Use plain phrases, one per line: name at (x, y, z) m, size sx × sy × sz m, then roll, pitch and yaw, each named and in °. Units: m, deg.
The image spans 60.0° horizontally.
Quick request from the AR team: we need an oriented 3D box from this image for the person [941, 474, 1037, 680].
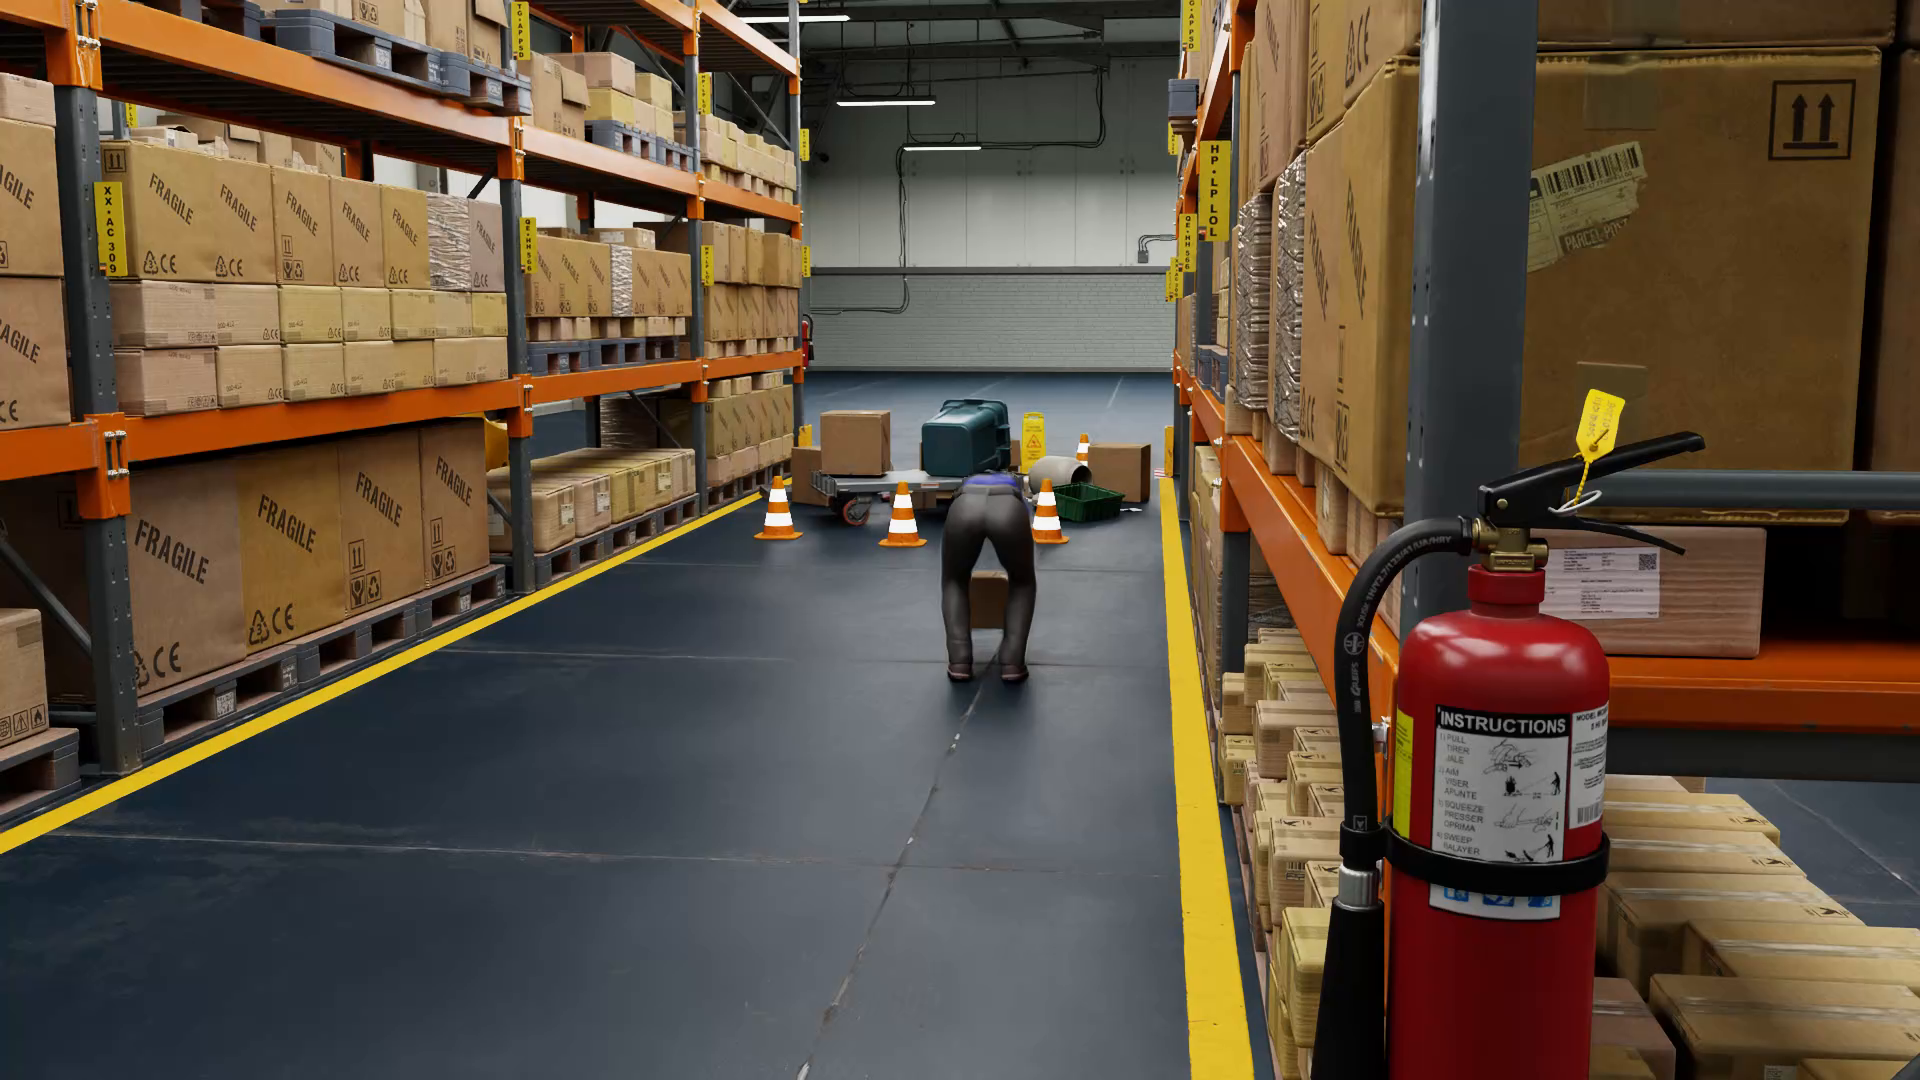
person at (0.140, 0.152, 7.884) m, size 0.450 × 0.941 × 0.875 m, roll 0°, pitch 8°, yaw 4°
